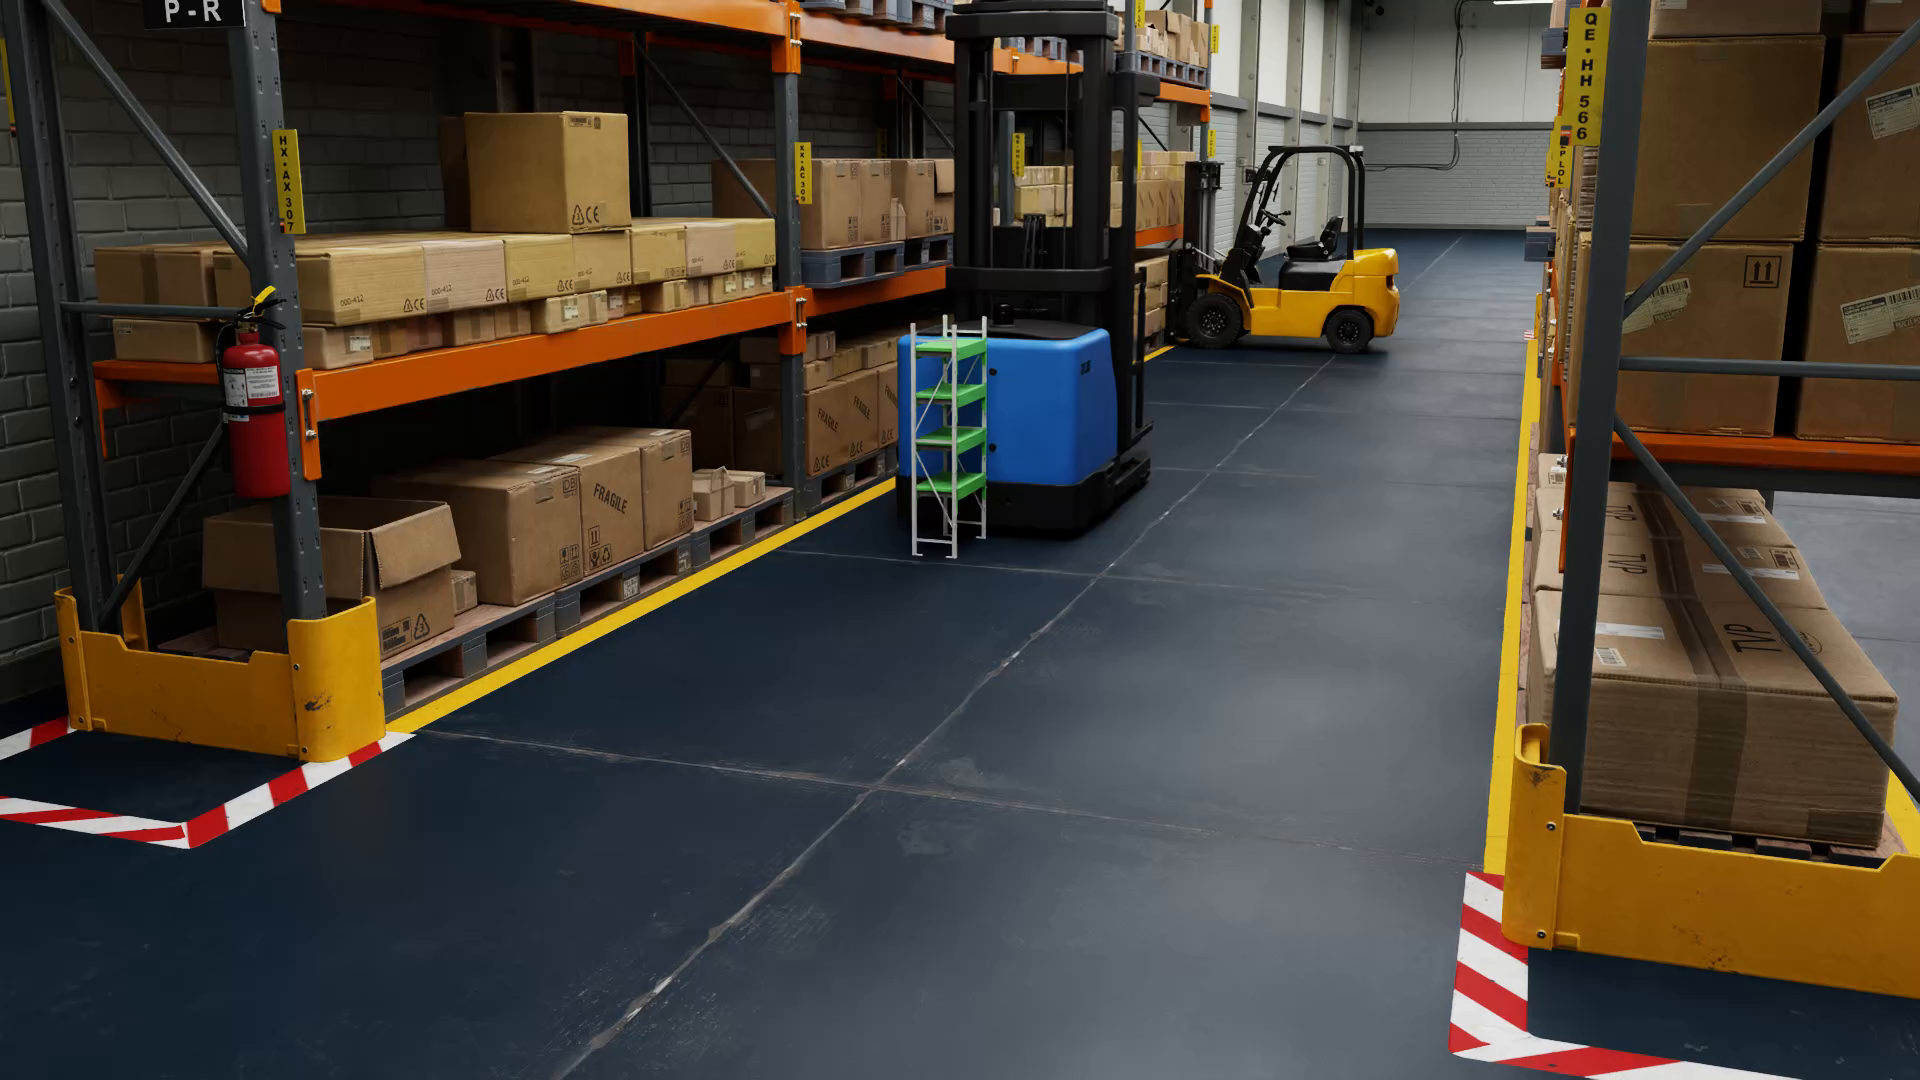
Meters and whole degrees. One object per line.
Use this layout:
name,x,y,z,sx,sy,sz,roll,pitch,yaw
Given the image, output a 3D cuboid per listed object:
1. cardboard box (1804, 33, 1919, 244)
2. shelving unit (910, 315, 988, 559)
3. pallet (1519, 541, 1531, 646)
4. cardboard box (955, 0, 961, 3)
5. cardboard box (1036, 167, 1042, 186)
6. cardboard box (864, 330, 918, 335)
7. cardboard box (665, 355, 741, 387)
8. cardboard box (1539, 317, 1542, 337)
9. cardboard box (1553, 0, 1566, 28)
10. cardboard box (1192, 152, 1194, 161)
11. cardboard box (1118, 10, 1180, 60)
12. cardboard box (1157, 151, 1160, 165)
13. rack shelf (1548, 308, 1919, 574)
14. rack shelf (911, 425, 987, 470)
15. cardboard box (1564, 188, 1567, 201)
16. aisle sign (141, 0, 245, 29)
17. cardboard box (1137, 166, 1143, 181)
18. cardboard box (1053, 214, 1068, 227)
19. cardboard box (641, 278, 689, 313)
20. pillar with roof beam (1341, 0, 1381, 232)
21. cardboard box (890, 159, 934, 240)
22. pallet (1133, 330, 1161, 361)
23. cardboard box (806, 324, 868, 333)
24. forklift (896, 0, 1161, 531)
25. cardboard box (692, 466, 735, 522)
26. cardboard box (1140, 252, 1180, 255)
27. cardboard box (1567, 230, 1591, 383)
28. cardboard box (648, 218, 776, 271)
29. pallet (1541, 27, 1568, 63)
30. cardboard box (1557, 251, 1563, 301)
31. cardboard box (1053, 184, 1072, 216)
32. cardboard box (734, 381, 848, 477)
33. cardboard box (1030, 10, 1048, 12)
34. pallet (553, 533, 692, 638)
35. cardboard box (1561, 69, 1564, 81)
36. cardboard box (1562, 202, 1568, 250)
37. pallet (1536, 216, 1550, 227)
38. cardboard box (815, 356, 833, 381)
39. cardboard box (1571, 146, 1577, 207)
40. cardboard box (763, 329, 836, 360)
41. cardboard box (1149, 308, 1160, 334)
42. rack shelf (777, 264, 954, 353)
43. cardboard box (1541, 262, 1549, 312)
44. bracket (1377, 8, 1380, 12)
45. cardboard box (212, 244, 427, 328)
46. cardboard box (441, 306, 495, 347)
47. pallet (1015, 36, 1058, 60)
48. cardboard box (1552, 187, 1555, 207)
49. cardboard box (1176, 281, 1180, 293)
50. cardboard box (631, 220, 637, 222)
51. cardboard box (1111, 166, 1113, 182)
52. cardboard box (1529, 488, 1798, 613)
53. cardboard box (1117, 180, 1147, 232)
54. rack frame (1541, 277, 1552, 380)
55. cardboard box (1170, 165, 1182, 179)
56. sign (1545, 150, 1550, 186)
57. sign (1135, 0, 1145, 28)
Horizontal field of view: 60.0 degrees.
cardboard box,2.460,-1.022,4.252,0.500,0.500,0.500,4,13,17
shelving unit,-0.054,-0.550,8.702,0.258,1.200,0.503,4,14,18
pallet,3.009,0.267,7.345,1.003,0.211,1.213,4,14,18
cardboard box,-0.212,-3.776,11.489,0.380,0.149,0.250,4,14,18
cardboard box,0.452,-2.969,13.573,0.380,0.149,0.250,5,14,20
cardboard box,-0.450,-1.349,11.373,0.380,0.149,0.250,4,13,16
cardboard box,-1.522,-1.004,9.863,0.380,0.149,0.250,4,13,16
cardboard box,6.353,-2.265,17.408,0.500,0.250,0.500,5,14,22
cardboard box,5.044,-4.217,13.375,0.500,0.250,0.500,4,14,18
cardboard box,2.547,-4.496,19.593,0.380,0.149,0.250,4,14,18
cardboard box,1.950,-5.457,18.014,0.797,0.503,0.637,5,14,20
cardboard box,1.916,-4.063,17.698,0.380,0.149,0.250,4,13,18
rack shelf,2.682,-0.475,5.946,1.077,0.370,4.000,4,14,18
rack shelf,-0.054,-0.488,8.716,0.258,0.148,0.480,4,14,18
cardboard box,3.397,-2.005,8.560,0.500,0.500,0.500,5,14,20
aisle sign,-2.407,-1.993,5.139,0.394,0.787,0.004,4,14,18
cardboard box,1.654,-3.756,17.021,0.380,0.149,0.250,5,14,20
cardboard box,0.628,-2.663,14.252,0.500,0.250,0.500,4,13,17
cardboard box,-1.524,-1.174,7.955,0.380,0.149,0.250,4,13,18
pillar with roof beam,15.216,-12.980,45.634,9.100,9.000,0.548,4,14,18
cardboard box,-0.579,-2.217,10.793,0.700,0.500,0.500,4,14,18
pallet,1.517,-2.093,17.684,1.003,0.211,1.213,4,14,18
cardboard box,-0.868,-1.440,11.771,0.380,0.149,0.250,4,13,17
forklift,0.577,-1.764,10.130,1.130,2.935,3.031,4,13,17
cardboard box,-1.386,-0.262,8.595,0.396,0.266,0.258,5,14,20
cardboard box,2.347,-3.148,19.027,0.500,0.250,0.500,5,14,19
cardboard box,2.118,-0.679,4.997,0.500,0.500,0.500,4,13,17
cardboard box,-1.302,-1.551,8.710,0.500,0.250,0.500,5,14,20
pallet,5.285,-3.962,13.285,1.213,0.211,1.003,4,14,18
cardboard box,3.236,-1.287,8.221,0.500,0.250,0.500,4,13,17
cardboard box,0.650,-2.907,14.195,0.500,0.250,0.500,4,13,17
cardboard box,-0.999,-0.675,9.880,0.500,0.500,0.500,5,14,21
cardboard box,0.391,-4.346,13.152,0.500,0.500,0.500,4,14,19
pallet,-1.985,0.158,7.821,1.003,0.211,1.213,4,14,18
cardboard box,6.383,-4.795,17.079,0.380,0.149,0.250,5,14,19
cardboard box,3.397,-1.634,8.619,0.500,0.250,0.500,5,14,20
pallet,5.533,-2.688,14.453,1.003,0.211,1.213,4,14,18
cardboard box,-0.984,-1.026,9.960,0.380,0.149,0.250,4,13,17
cardboard box,2.777,-1.595,6.762,0.500,0.500,0.500,4,14,18
cardboard box,-0.962,-1.166,9.902,0.380,0.149,0.250,4,13,16
cardboard box,1.840,-2.338,17.728,0.500,0.250,0.500,4,13,17
rack shelf,-0.721,-1.674,11.199,1.077,0.370,4.000,4,14,18
cardboard box,6.347,-2.633,17.334,0.500,0.500,0.500,5,14,19
bracket,12.189,-15.481,48.504,0.076,0.066,3.189,4,14,18
cardboard box,-2.261,-0.910,5.901,0.500,0.250,0.500,4,14,19
cardboard box,-2.066,-0.852,6.545,0.380,0.149,0.250,5,14,20
pallet,0.061,-3.966,13.305,1.213,0.211,1.003,5,14,21
cardboard box,4.665,-2.713,12.298,0.500,0.500,0.500,4,13,17
cardboard box,2.168,-2.793,18.597,0.500,0.250,0.500,4,14,18
cardboard box,-1.940,-1.485,8.421,0.500,0.250,0.500,4,14,18
cardboard box,1.253,-3.510,15.941,0.380,0.149,0.250,4,13,18
cardboard box,2.736,0.110,6.578,0.875,0.438,0.875,4,13,17
cardboard box,1.611,-3.412,16.969,0.500,0.500,0.500,4,13,17
rack frame,5.918,-2.932,15.091,1.000,3.000,0.127,4,14,18
cardboard box,2.275,-4.130,18.661,0.380,0.149,0.250,4,14,19
sign,5.402,-3.391,15.159,0.100,0.325,0.005,4,14,18
sign,1.737,-5.119,16.065,0.100,0.325,0.005,4,14,18
